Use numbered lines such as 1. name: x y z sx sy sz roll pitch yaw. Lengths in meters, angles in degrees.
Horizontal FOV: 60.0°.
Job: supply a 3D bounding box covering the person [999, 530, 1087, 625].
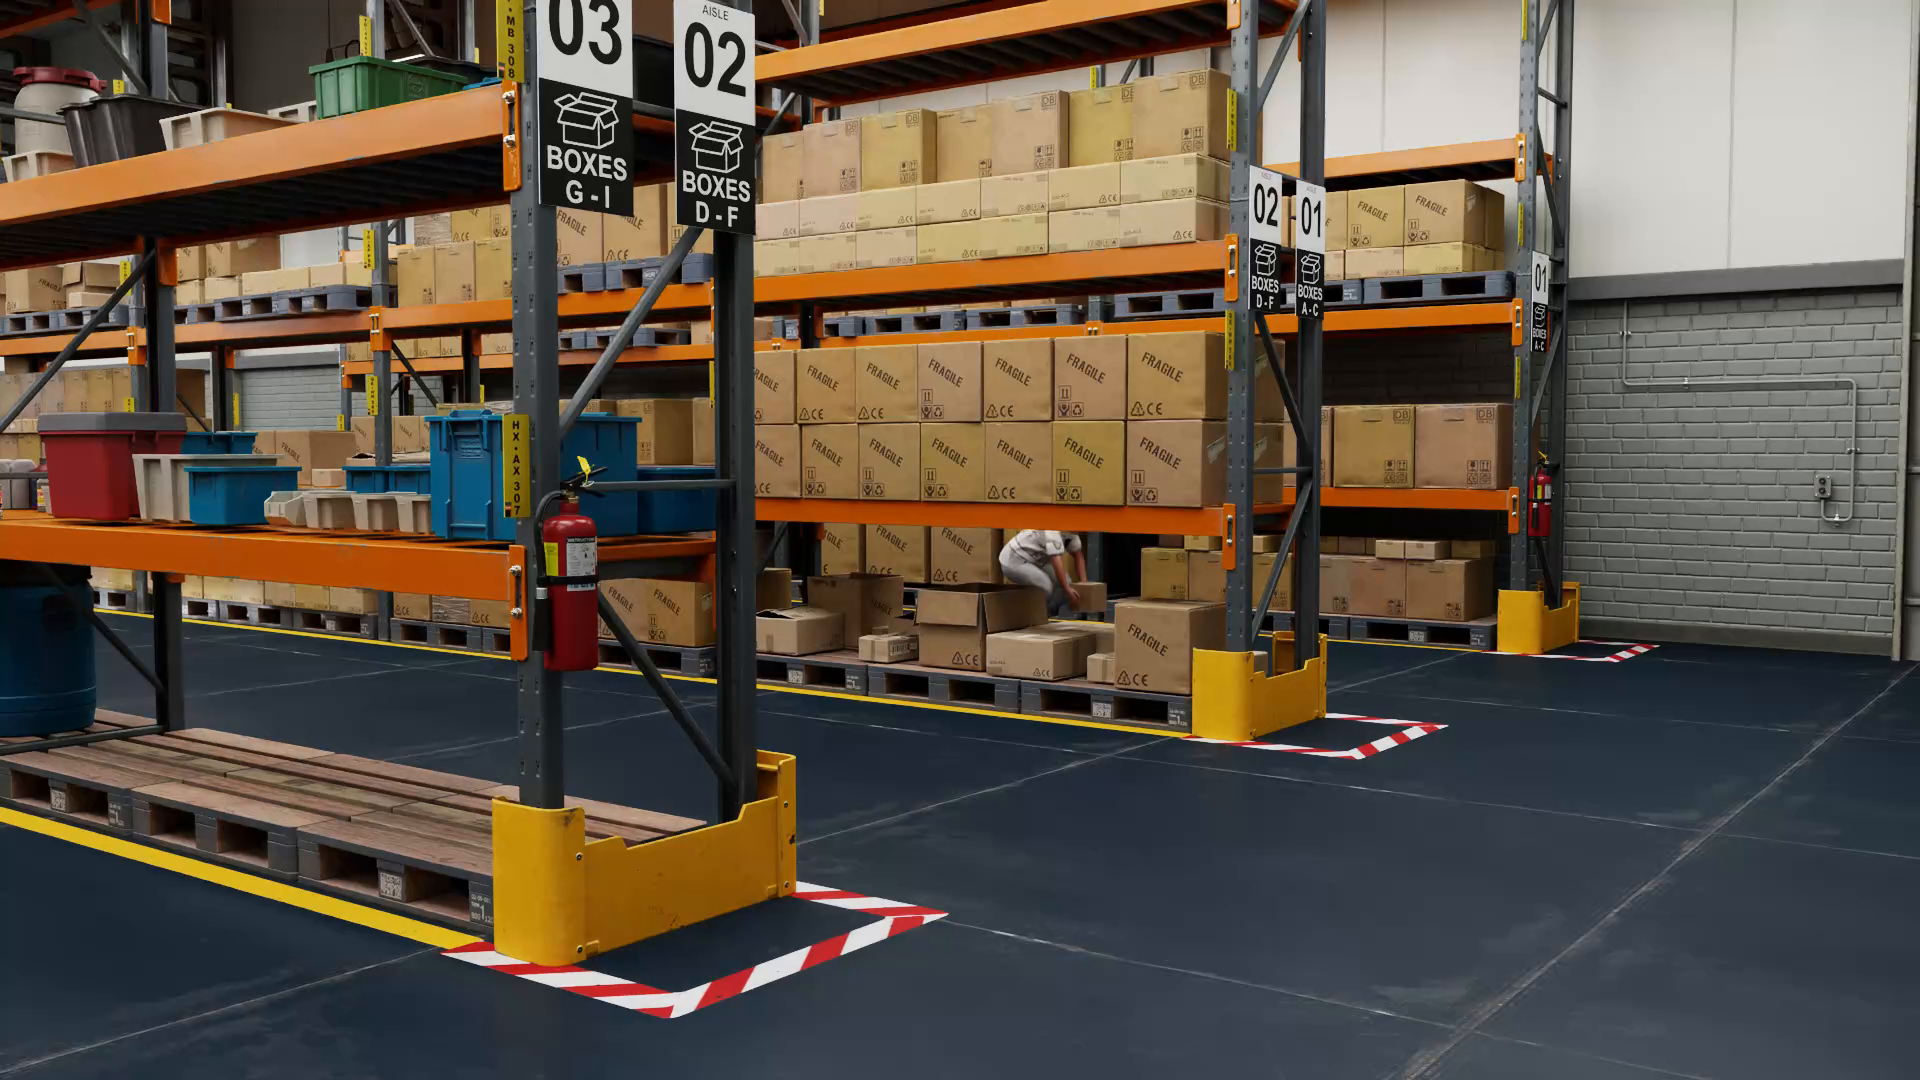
1. person: 0.813 0.240 14.858 0.904 1.165 0.575 2 4 30
